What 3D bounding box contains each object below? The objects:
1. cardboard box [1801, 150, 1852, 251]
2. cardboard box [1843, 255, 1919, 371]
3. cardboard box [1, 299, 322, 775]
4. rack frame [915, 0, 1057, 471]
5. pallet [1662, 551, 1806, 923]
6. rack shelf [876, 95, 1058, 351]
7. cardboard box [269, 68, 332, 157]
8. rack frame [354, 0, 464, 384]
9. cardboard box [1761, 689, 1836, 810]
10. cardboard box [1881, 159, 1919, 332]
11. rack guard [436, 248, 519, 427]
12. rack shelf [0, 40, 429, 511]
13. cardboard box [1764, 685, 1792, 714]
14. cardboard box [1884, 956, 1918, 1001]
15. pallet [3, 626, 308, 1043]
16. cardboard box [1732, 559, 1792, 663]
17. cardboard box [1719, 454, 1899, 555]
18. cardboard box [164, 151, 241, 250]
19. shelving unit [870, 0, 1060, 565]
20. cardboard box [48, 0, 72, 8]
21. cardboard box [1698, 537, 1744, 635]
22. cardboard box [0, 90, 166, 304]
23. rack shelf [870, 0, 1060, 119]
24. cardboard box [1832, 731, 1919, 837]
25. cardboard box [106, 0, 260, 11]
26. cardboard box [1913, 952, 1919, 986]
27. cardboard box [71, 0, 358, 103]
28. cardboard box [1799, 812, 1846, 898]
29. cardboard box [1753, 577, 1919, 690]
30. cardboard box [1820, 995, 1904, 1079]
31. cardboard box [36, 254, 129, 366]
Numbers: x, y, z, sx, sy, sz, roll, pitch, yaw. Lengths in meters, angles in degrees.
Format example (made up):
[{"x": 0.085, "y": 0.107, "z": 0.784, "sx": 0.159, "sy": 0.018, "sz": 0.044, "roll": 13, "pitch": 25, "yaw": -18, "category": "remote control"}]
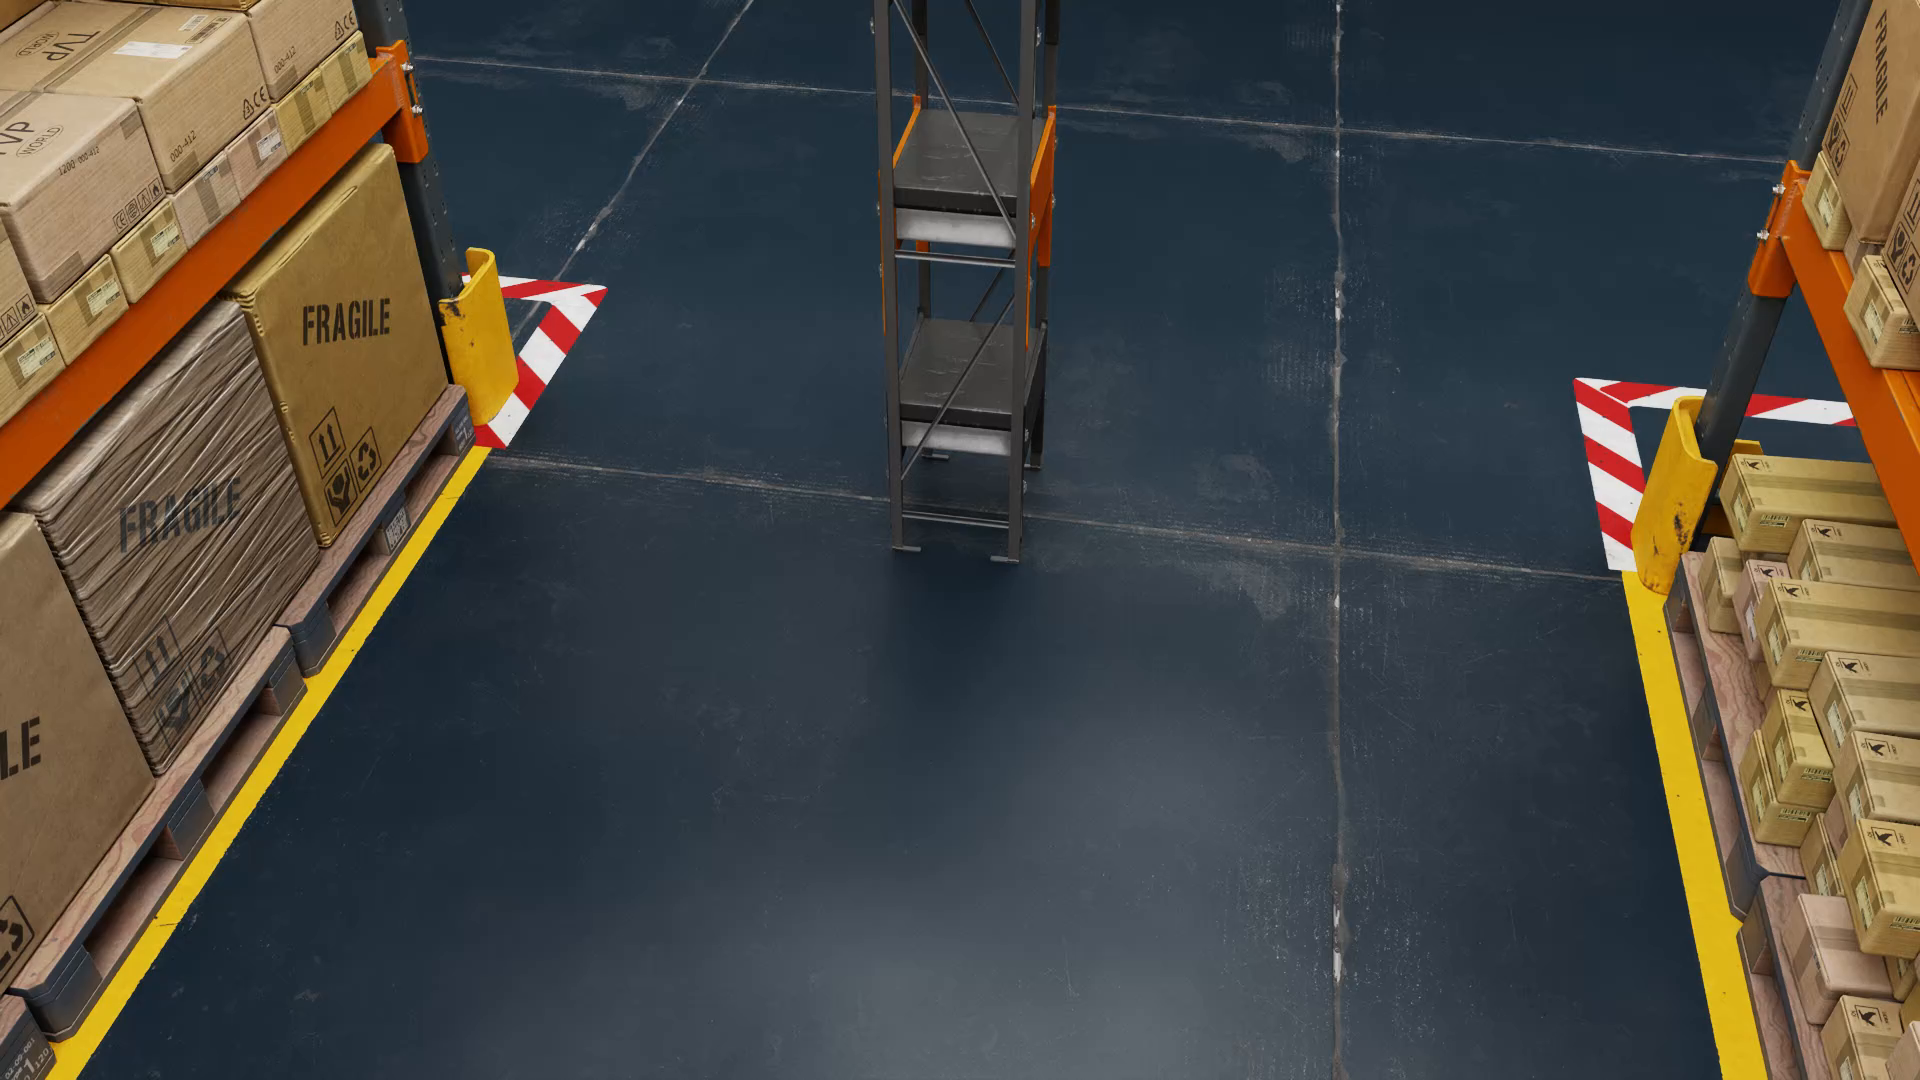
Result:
[{"x": 2.315, "y": -0.822, "z": 4.088, "sx": 0.380, "sy": 0.149, "sz": 0.250, "roll": 6, "pitch": 40, "yaw": 7, "category": "cardboard box"}, {"x": 2.213, "y": -0.495, "z": 3.692, "sx": 0.380, "sy": 0.149, "sz": 0.250, "roll": 5, "pitch": 40, "yaw": 6, "category": "cardboard box"}, {"x": -2.363, "y": -0.058, "z": 4.304, "sx": 0.875, "sy": 0.875, "sz": 0.875, "roll": 6, "pitch": 40, "yaw": 8, "category": "cardboard box"}, {"x": 0.071, "y": -1.066, "z": 4.892, "sx": 0.400, "sy": 2.100, "sz": 0.015, "roll": 6, "pitch": 40, "yaw": 8, "category": "rack frame"}, {"x": 2.506, "y": 0.542, "z": 4.429, "sx": 1.003, "sy": 0.211, "sz": 1.213, "roll": 6, "pitch": 40, "yaw": 8, "category": "pallet"}, {"x": 0.029, "y": -0.903, "z": 4.715, "sx": 0.431, "sy": 0.518, "sz": 0.480, "roll": 6, "pitch": 40, "yaw": 8, "category": "rack shelf"}, {"x": -1.954, "y": -1.177, "z": 4.516, "sx": 0.380, "sy": 0.149, "sz": 0.250, "roll": 7, "pitch": 40, "yaw": 8, "category": "cardboard box"}, {"x": -2.173, "y": -1.697, "z": 4.948, "sx": 1.000, "sy": 3.000, "sz": 0.127, "roll": 6, "pitch": 40, "yaw": 8, "category": "rack frame"}, {"x": 2.141, "y": 0.515, "z": 3.948, "sx": 0.380, "sy": 0.149, "sz": 0.250, "roll": 8, "pitch": 40, "yaw": 9, "category": "cardboard box"}, {"x": 2.277, "y": -0.649, "z": 3.370, "sx": 0.500, "sy": 0.500, "sz": 0.500, "roll": 6, "pitch": 40, "yaw": 8, "category": "cardboard box"}, {"x": -2.169, "y": -0.748, "z": 5.763, "sx": 1.175, "sy": 0.500, "sz": 0.348, "roll": 6, "pitch": 40, "yaw": 8, "category": "rack guard"}, {"x": -2.519, "y": -0.164, "z": 3.659, "sx": 1.077, "sy": 0.370, "sz": 4.000, "roll": 6, "pitch": 40, "yaw": 8, "category": "rack shelf"}, {"x": 2.288, "y": 0.474, "z": 4.230, "sx": 0.380, "sy": 0.149, "sz": 0.250, "roll": 7, "pitch": 40, "yaw": 8, "category": "cardboard box"}, {"x": 2.183, "y": 0.866, "z": 3.522, "sx": 0.380, "sy": 0.149, "sz": 0.250, "roll": 8, "pitch": 40, "yaw": 10, "category": "cardboard box"}, {"x": -2.448, "y": 0.652, "z": 4.296, "sx": 1.003, "sy": 0.211, "sz": 1.213, "roll": 6, "pitch": 40, "yaw": 8, "category": "pallet"}, {"x": 2.248, "y": 0.202, "z": 4.326, "sx": 0.380, "sy": 0.149, "sz": 0.250, "roll": 6, "pitch": 40, "yaw": 7, "category": "cardboard box"}, {"x": 2.269, "y": -0.087, "z": 4.442, "sx": 0.380, "sy": 0.149, "sz": 0.250, "roll": 5, "pitch": 40, "yaw": 6, "category": "cardboard box"}, {"x": -2.043, "y": -0.862, "z": 4.136, "sx": 0.380, "sy": 0.149, "sz": 0.250, "roll": 7, "pitch": 40, "yaw": 8, "category": "cardboard box"}, {"x": 0.029, "y": -0.913, "z": 4.707, "sx": 0.431, "sy": 2.100, "sz": 0.503, "roll": 6, "pitch": 40, "yaw": 8, "category": "shelving unit"}, {"x": -2.522, "y": -1.482, "z": 4.573, "sx": 0.500, "sy": 0.250, "sz": 0.500, "roll": 5, "pitch": 40, "yaw": 6, "category": "cardboard box"}, {"x": 2.288, "y": 0.144, "z": 4.629, "sx": 0.380, "sy": 0.149, "sz": 0.250, "roll": 7, "pitch": 40, "yaw": 9, "category": "cardboard box"}, {"x": -2.172, "y": -0.782, "z": 3.726, "sx": 0.500, "sy": 0.250, "sz": 0.500, "roll": 5, "pitch": 40, "yaw": 6, "category": "cardboard box"}, {"x": 0.029, "y": -1.442, "z": 4.269, "sx": 0.431, "sy": 0.518, "sz": 0.480, "roll": 6, "pitch": 40, "yaw": 8, "category": "rack shelf"}, {"x": 2.151, "y": 0.581, "z": 3.634, "sx": 0.380, "sy": 0.149, "sz": 0.250, "roll": 8, "pitch": 40, "yaw": 9, "category": "cardboard box"}, {"x": -1.999, "y": -1.708, "z": 4.257, "sx": 0.500, "sy": 0.500, "sz": 0.500, "roll": 7, "pitch": 40, "yaw": 8, "category": "cardboard box"}, {"x": 2.112, "y": 0.909, "z": 3.237, "sx": 0.380, "sy": 0.149, "sz": 0.250, "roll": 6, "pitch": 40, "yaw": 8, "category": "cardboard box"}, {"x": -1.996, "y": -1.420, "z": 4.498, "sx": 0.500, "sy": 0.250, "sz": 0.500, "roll": 6, "pitch": 40, "yaw": 7, "category": "cardboard box"}, {"x": 2.185, "y": 0.793, "z": 3.845, "sx": 0.380, "sy": 0.149, "sz": 0.250, "roll": 6, "pitch": 40, "yaw": 8, "category": "cardboard box"}, {"x": 2.170, "y": 0.243, "z": 4.043, "sx": 0.380, "sy": 0.149, "sz": 0.250, "roll": 6, "pitch": 40, "yaw": 8, "category": "cardboard box"}, {"x": 2.034, "y": 1.116, "z": 3.453, "sx": 0.380, "sy": 0.149, "sz": 0.250, "roll": 6, "pitch": 40, "yaw": 8, "category": "cardboard box"}, {"x": -2.130, "y": -0.536, "z": 3.741, "sx": 0.380, "sy": 0.149, "sz": 0.250, "roll": 7, "pitch": 40, "yaw": 8, "category": "cardboard box"}]
